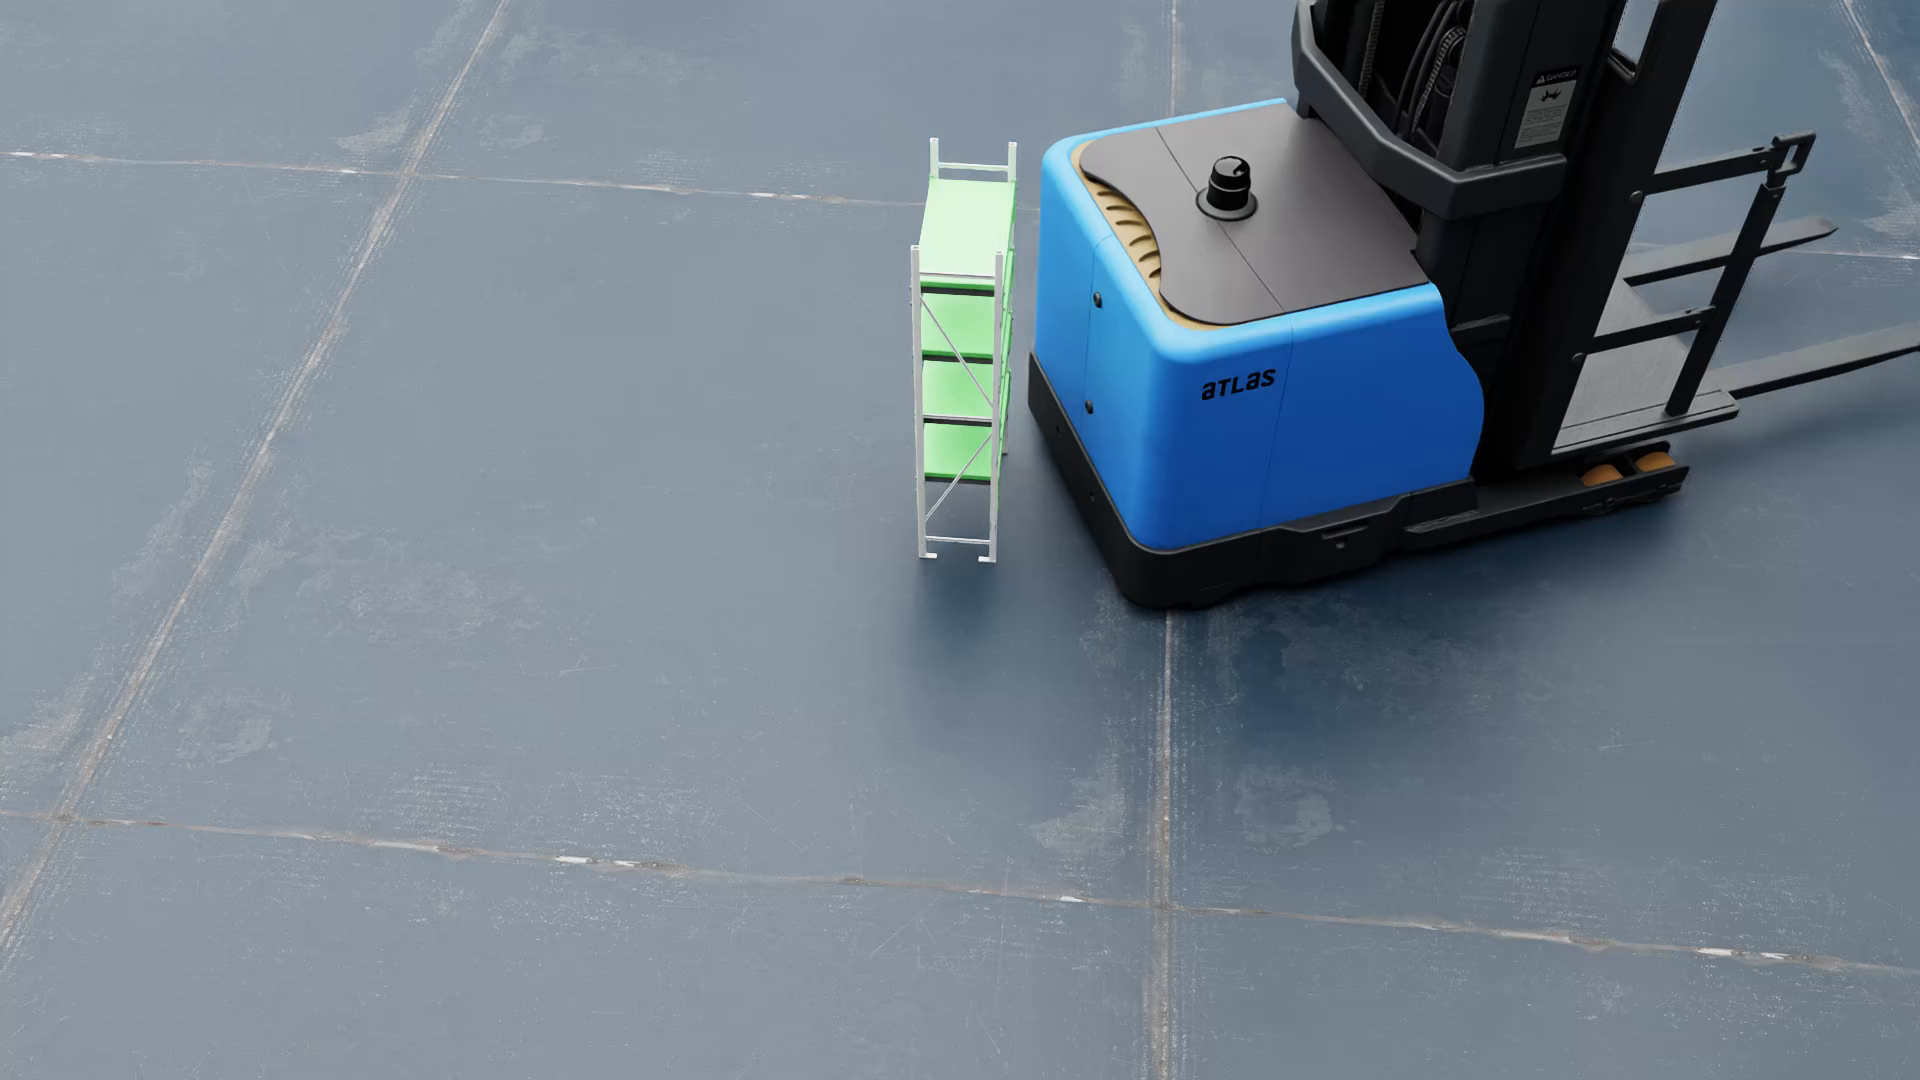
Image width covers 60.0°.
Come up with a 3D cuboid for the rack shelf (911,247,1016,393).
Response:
[{"bbox_3d":[0.015,-0.645,4.789,0.258,0.148,0.480,4,48,4],"label":"rack shelf"}]

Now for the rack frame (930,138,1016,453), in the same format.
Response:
[{"bbox_3d":[0.037,-0.706,5.083,0.240,1.200,0.015,4,48,4],"label":"rack frame"}]

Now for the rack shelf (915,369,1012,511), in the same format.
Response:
[{"bbox_3d":[0.015,-0.321,5.143,0.258,0.148,0.480,4,48,4],"label":"rack shelf"}]

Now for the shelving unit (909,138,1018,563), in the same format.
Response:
[{"bbox_3d":[0.015,-0.527,4.919,0.258,1.200,0.503,4,48,4],"label":"shelving unit"}]

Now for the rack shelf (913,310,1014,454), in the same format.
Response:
[{"bbox_3d":[0.015,-0.483,4.966,0.258,0.148,0.480,4,48,4],"label":"rack shelf"}]

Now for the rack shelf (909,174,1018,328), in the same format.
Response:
[{"bbox_3d":[0.015,-0.807,4.611,0.258,0.148,0.480,4,48,4],"label":"rack shelf"}]

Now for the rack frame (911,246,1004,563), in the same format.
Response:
[{"bbox_3d":[-0.007,-0.347,4.755,0.240,1.200,0.015,4,48,4],"label":"rack frame"}]

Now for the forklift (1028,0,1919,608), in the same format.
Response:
[{"bbox_3d":[1.802,-1.428,4.569,3.031,2.935,1.130,-13,49,-12],"label":"forklift"}]
